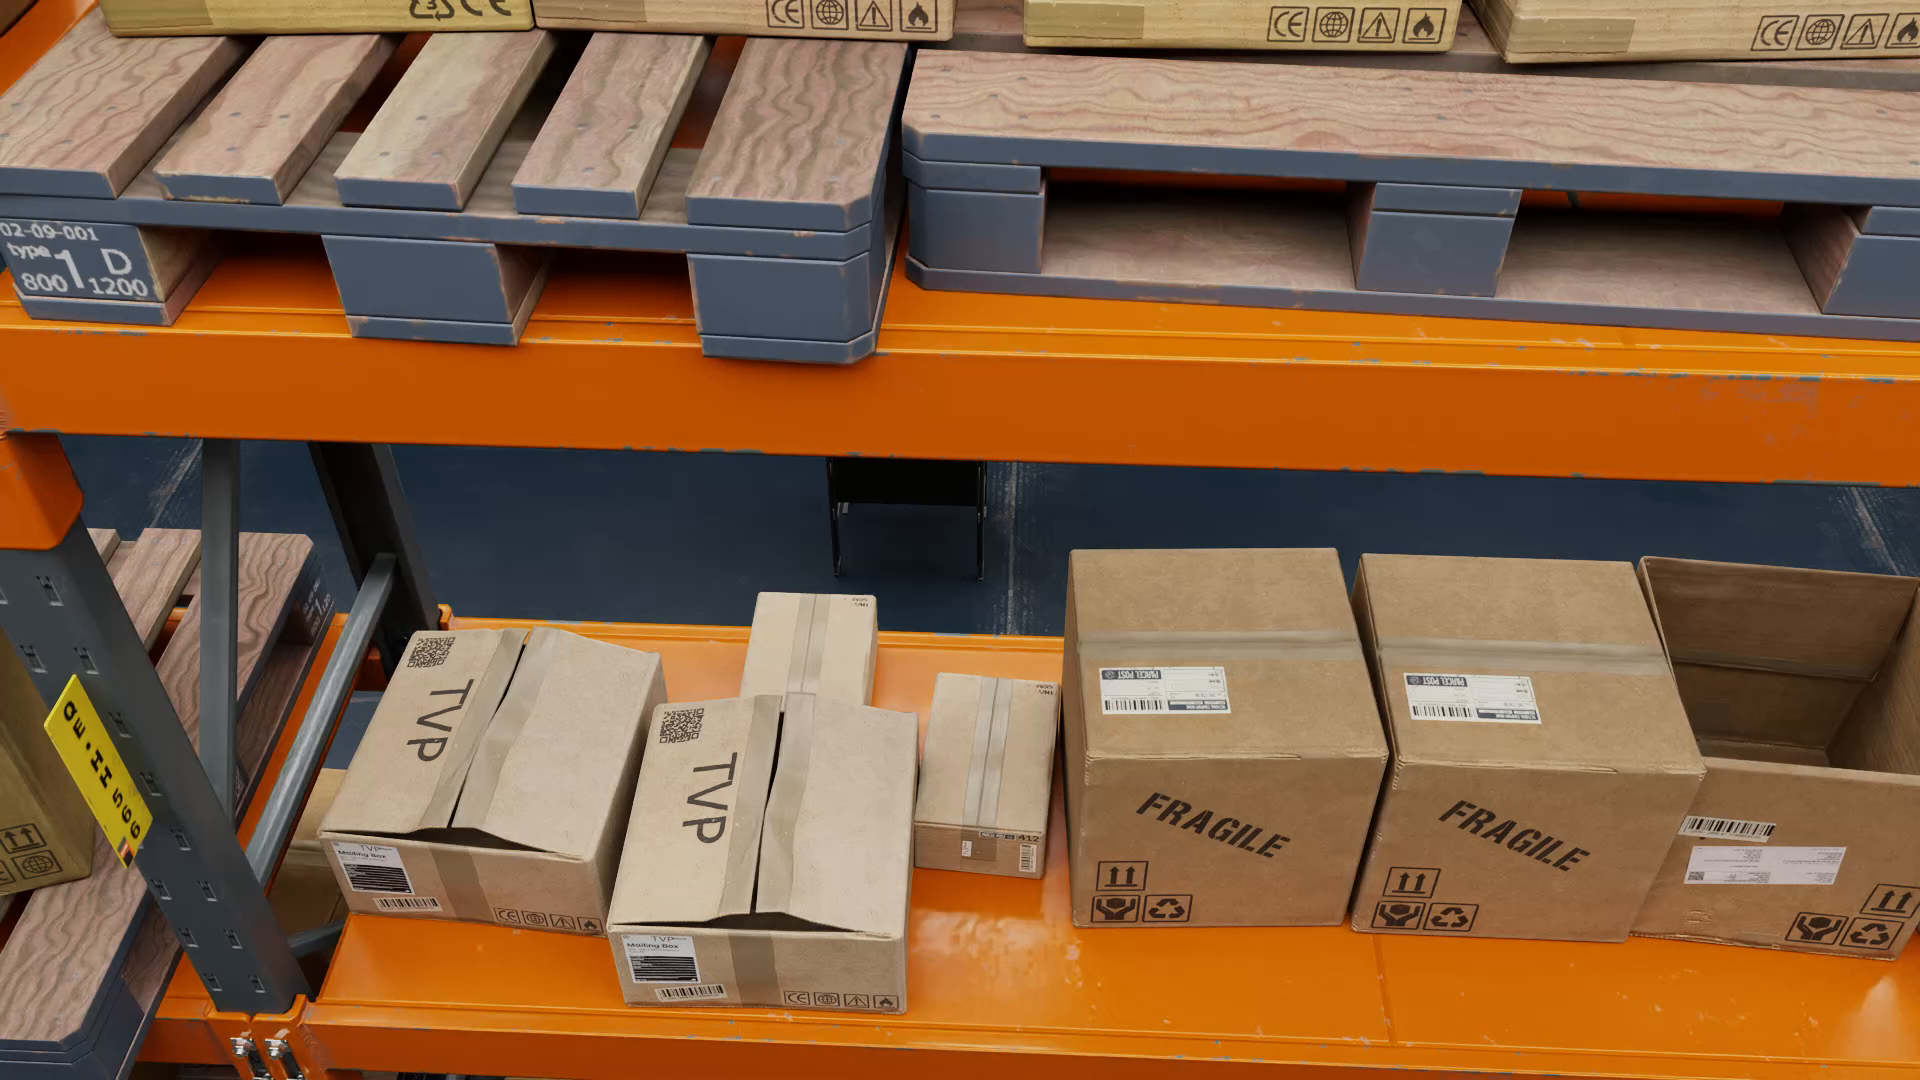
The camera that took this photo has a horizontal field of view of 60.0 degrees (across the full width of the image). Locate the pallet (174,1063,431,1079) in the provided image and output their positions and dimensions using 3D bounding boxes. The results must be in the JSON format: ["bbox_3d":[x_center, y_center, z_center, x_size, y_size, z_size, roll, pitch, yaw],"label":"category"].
[{"bbox_3d":[-1.965,1.333,4.164,1.213,0.211,1.003,2,43,2],"label":"pallet"}]

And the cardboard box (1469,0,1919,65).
[{"bbox_3d":[0.868,-0.813,2.023,0.500,0.250,0.500,-2,43,-2],"label":"cardboard box"}]

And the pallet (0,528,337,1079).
[{"bbox_3d":[-1.901,0.458,3.198,1.003,0.211,1.213,2,43,2],"label":"pallet"}]

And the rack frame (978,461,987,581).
[{"bbox_3d":[0.078,-0.766,5.032,0.015,2.100,0.400,2,43,2],"label":"rack frame"}]

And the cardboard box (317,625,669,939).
[{"bbox_3d":[-0.860,0.435,3.148,0.500,0.311,0.500,4,43,5],"label":"cardboard box"}]

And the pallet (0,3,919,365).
[{"bbox_3d":[-0.539,-0.707,2.247,1.003,0.211,1.213,4,43,4],"label":"pallet"}]

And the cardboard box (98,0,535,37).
[{"bbox_3d":[-0.765,-0.860,2.073,0.500,0.250,0.500,-1,43,-1],"label":"cardboard box"}]

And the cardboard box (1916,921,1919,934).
[{"bbox_3d":[1.888,0.631,2.970,0.258,0.266,0.396,1,43,1],"label":"cardboard box"}]

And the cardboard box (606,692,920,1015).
[{"bbox_3d":[-0.336,0.553,3.021,0.500,0.311,0.500,1,43,1],"label":"cardboard box"}]

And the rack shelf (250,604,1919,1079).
[{"bbox_3d":[0.777,0.686,3.341,4.000,0.370,1.077,2,43,2],"label":"rack shelf"}]

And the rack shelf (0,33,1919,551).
[{"bbox_3d":[0.777,-0.412,2.319,4.000,0.370,1.077,2,43,2],"label":"rack shelf"}]

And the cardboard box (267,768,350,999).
[{"bbox_3d":[-1.663,0.906,4.088,0.500,0.500,0.500,3,43,4],"label":"cardboard box"}]

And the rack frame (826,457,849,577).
[{"bbox_3d":[-0.409,-0.781,5.048,0.015,2.100,0.400,2,43,2],"label":"rack frame"}]

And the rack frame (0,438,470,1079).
[{"bbox_3d":[-1.221,0.361,3.162,0.127,3.000,1.000,2,43,2],"label":"rack frame"}]

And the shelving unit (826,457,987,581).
[{"bbox_3d":[-0.165,-0.773,5.040,0.503,2.100,0.431,2,43,2],"label":"shelving unit"}]

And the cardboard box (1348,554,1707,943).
[{"bbox_3d":[0.982,0.381,3.067,0.500,0.500,0.500,2,43,2],"label":"cardboard box"}]

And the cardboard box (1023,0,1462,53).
[{"bbox_3d":[0.330,-0.831,2.042,0.500,0.250,0.500,1,43,1],"label":"cardboard box"}]

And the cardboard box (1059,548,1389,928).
[{"bbox_3d":[0.456,0.365,3.084,0.500,0.500,0.500,0,43,0],"label":"cardboard box"}]

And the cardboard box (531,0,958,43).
[{"bbox_3d":[-0.241,-0.856,2.069,0.500,0.250,0.500,3,43,3],"label":"cardboard box"}]

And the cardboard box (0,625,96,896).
[{"bbox_3d":[-1.855,0.228,2.923,0.500,0.500,0.700,-12,44,-12],"label":"cardboard box"}]

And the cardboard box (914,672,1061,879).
[{"bbox_3d":[0.055,0.454,3.246,0.250,0.149,0.380,5,43,5],"label":"cardboard box"}]

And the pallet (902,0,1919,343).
[{"bbox_3d":[0.578,-0.675,2.212,1.213,0.211,1.003,4,43,4],"label":"pallet"}]

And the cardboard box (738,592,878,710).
[{"bbox_3d":[-0.310,0.293,3.420,0.250,0.149,0.380,2,43,2],"label":"cardboard box"}]

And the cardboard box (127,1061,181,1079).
[{"bbox_3d":[-2.166,1.246,3.723,0.500,0.500,0.500,3,43,4],"label":"cardboard box"}]

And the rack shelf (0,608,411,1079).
[{"bbox_3d":[-3.219,0.563,3.473,4.000,0.370,1.077,2,43,2],"label":"rack shelf"}]

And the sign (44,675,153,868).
[{"bbox_3d":[-1.236,0.336,2.397,0.005,0.325,0.100,2,43,2],"label":"sign"}]

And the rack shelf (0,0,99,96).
[{"bbox_3d":[-3.219,-0.535,2.450,4.000,0.370,1.077,2,43,2],"label":"rack shelf"}]

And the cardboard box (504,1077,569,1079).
[{"bbox_3d":[-0.711,1.224,3.533,0.500,0.311,0.500,3,43,3],"label":"cardboard box"}]

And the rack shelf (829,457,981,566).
[{"bbox_3d":[-0.165,-0.251,5.526,0.480,0.518,0.431,2,43,2],"label":"rack shelf"}]

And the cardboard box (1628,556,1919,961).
[{"bbox_3d":[1.482,0.397,3.050,0.500,0.500,0.500,5,43,5],"label":"cardboard box"}]
